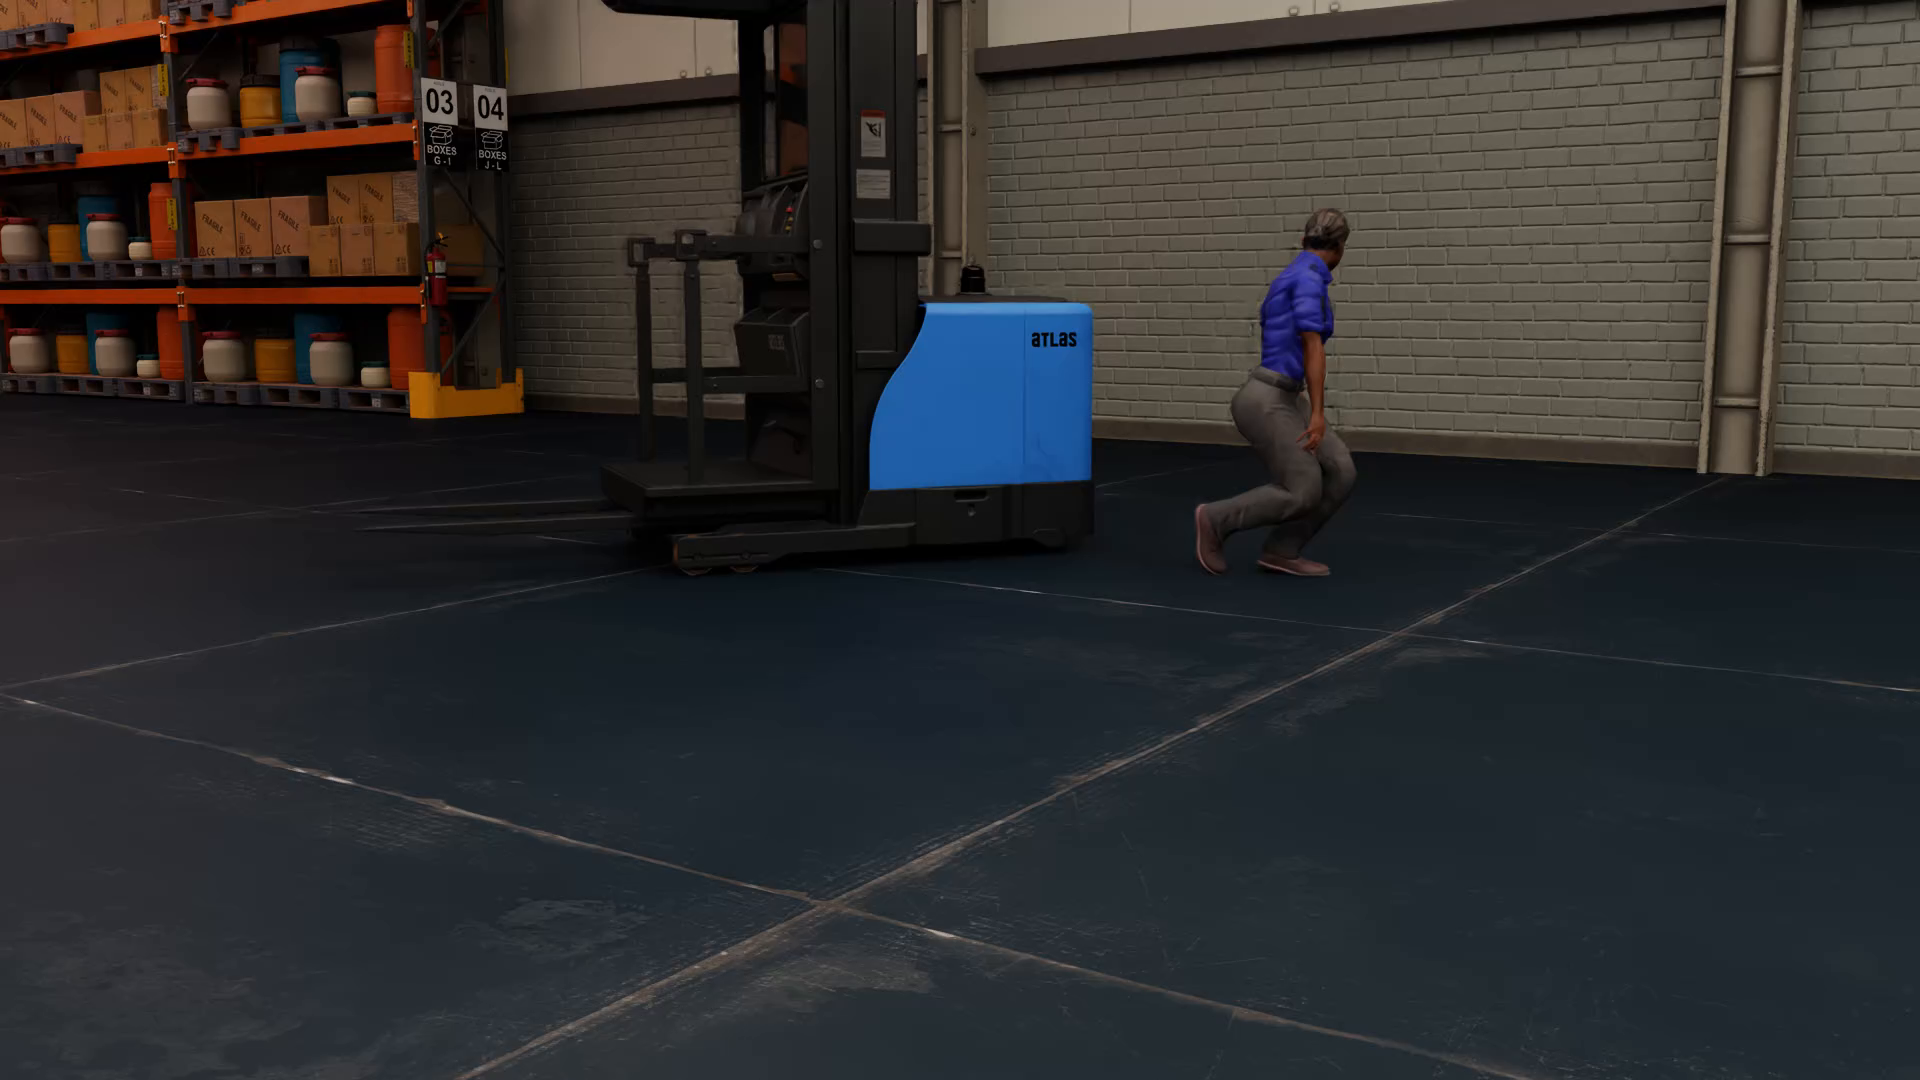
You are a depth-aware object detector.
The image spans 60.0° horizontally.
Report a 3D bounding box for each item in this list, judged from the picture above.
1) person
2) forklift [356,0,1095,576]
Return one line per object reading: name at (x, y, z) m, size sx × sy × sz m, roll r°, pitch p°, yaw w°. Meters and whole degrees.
person at (1.244, -0.560, 6.509) m, size 0.620 × 1.452 × 0.735 m, roll 3°, pitch 9°, yaw 19°
forklift at (-0.980, -1.392, 6.982) m, size 3.031 × 2.935 × 1.130 m, roll -3°, pitch 9°, yaw -21°
